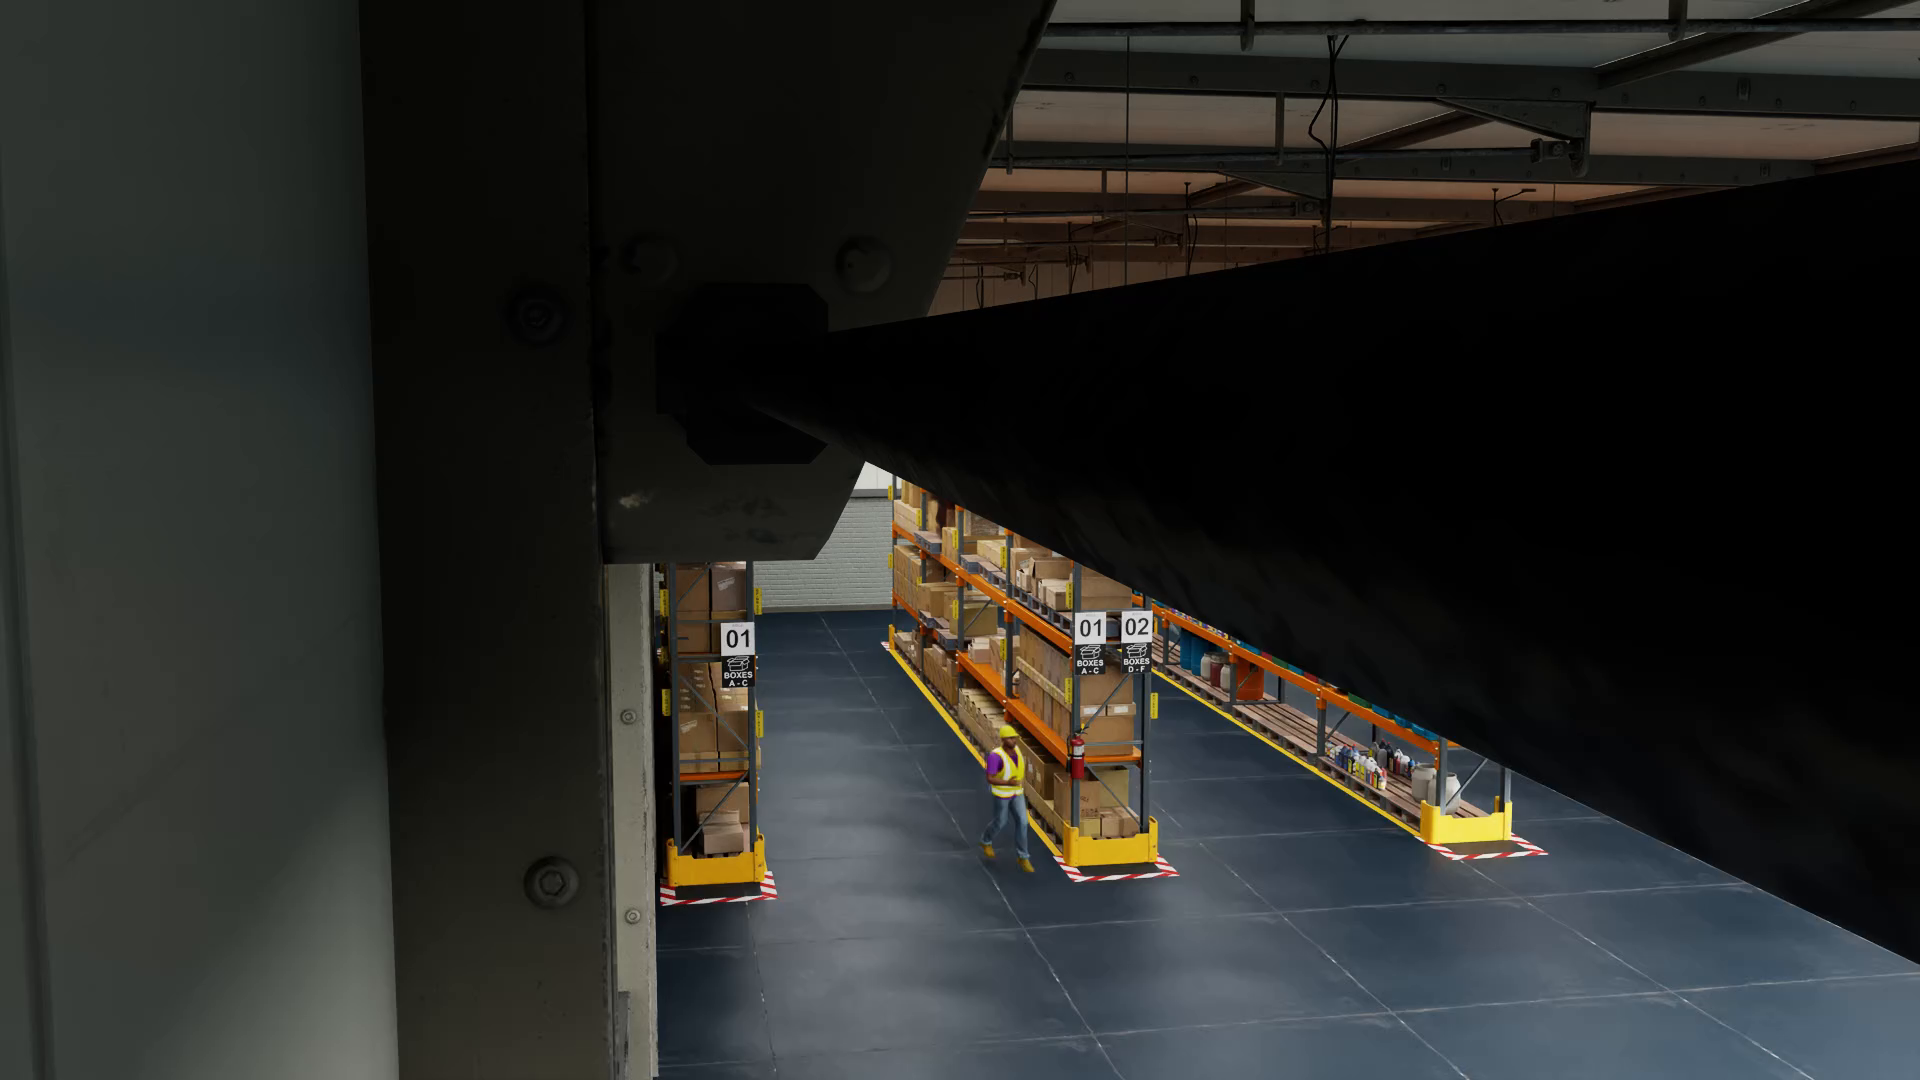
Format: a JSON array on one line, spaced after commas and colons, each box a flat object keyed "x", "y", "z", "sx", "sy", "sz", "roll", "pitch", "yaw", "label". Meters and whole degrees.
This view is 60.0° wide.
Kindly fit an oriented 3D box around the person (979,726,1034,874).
[{"x": 0.565, "y": 3.200, "z": 20.773, "sx": 0.681, "sy": 1.806, "sz": 0.924, "roll": -5, "pitch": 8, "yaw": -37, "label": "person"}]
